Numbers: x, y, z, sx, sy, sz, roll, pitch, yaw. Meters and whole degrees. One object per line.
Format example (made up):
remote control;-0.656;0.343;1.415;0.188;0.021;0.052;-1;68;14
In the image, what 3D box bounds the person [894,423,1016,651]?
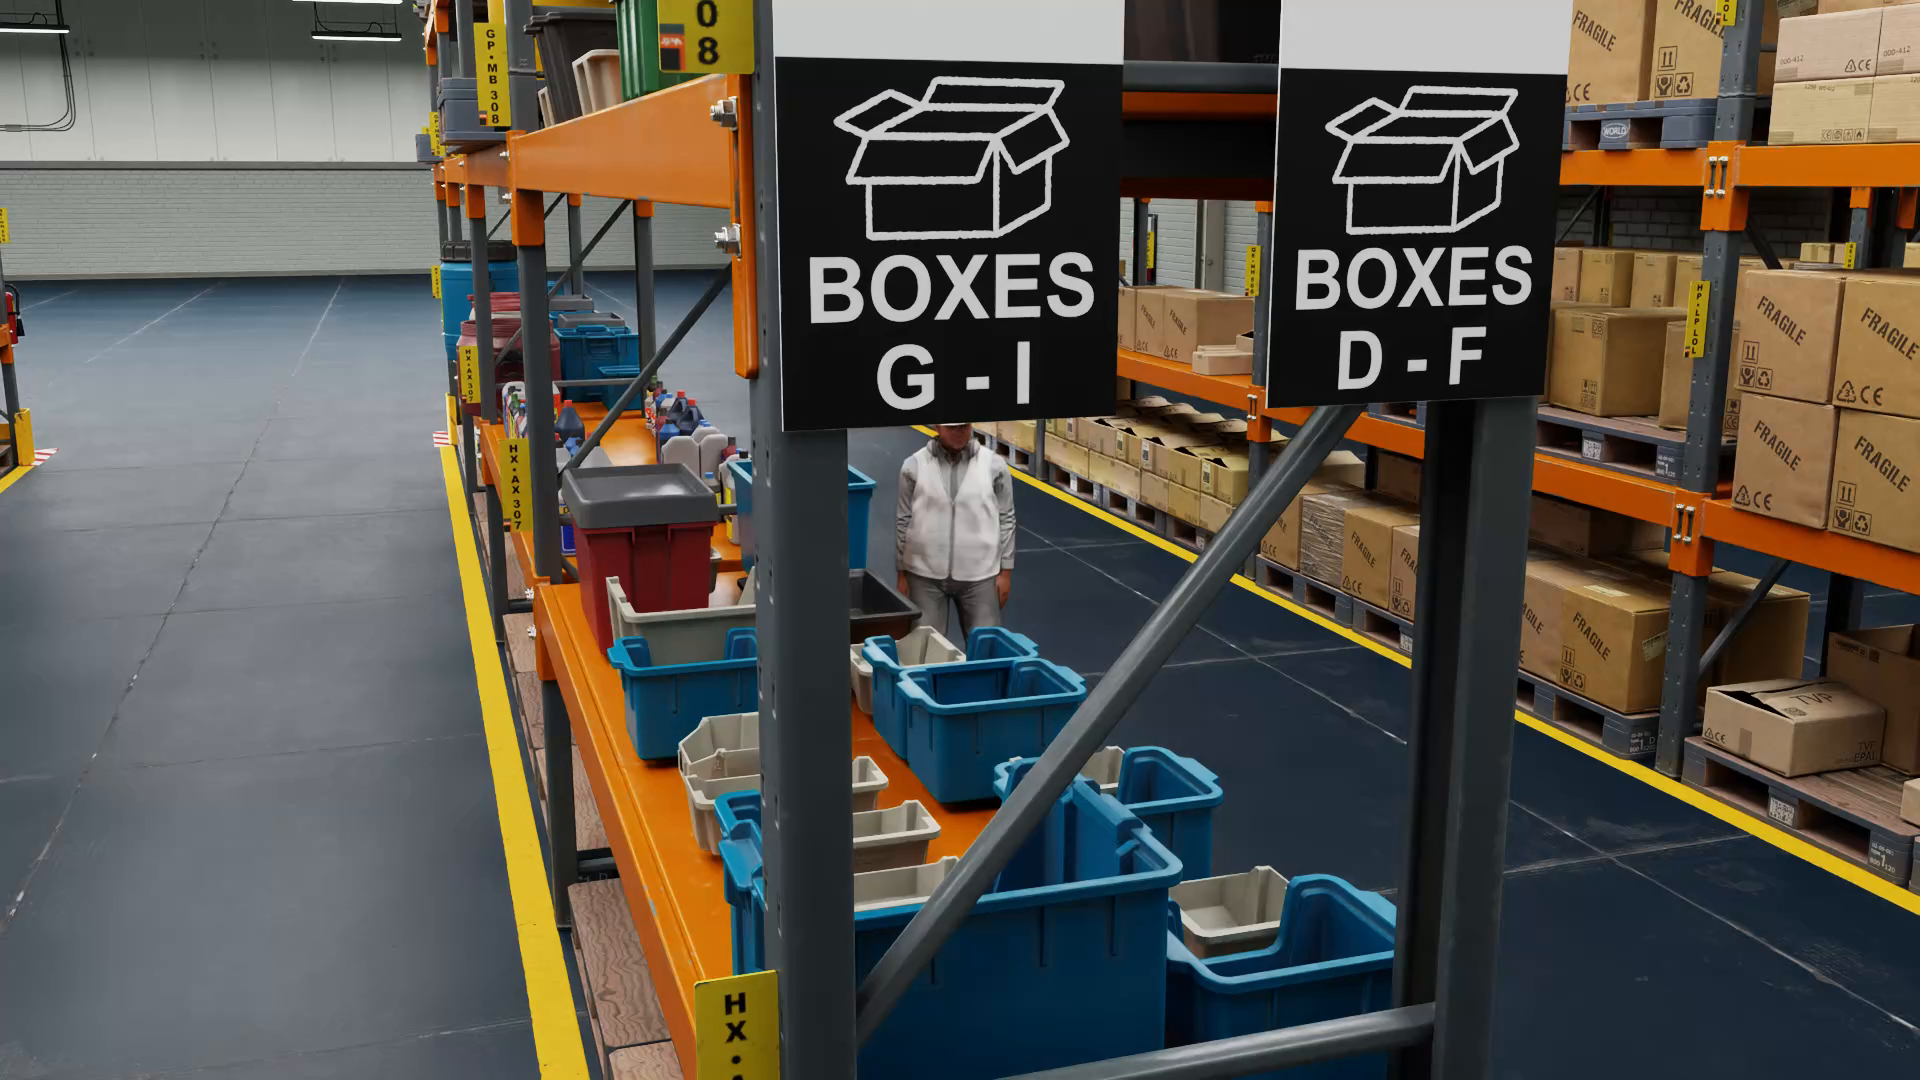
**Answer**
person;-0.023;0.156;7.636;0.555;1.756;0.637;0;12;1
